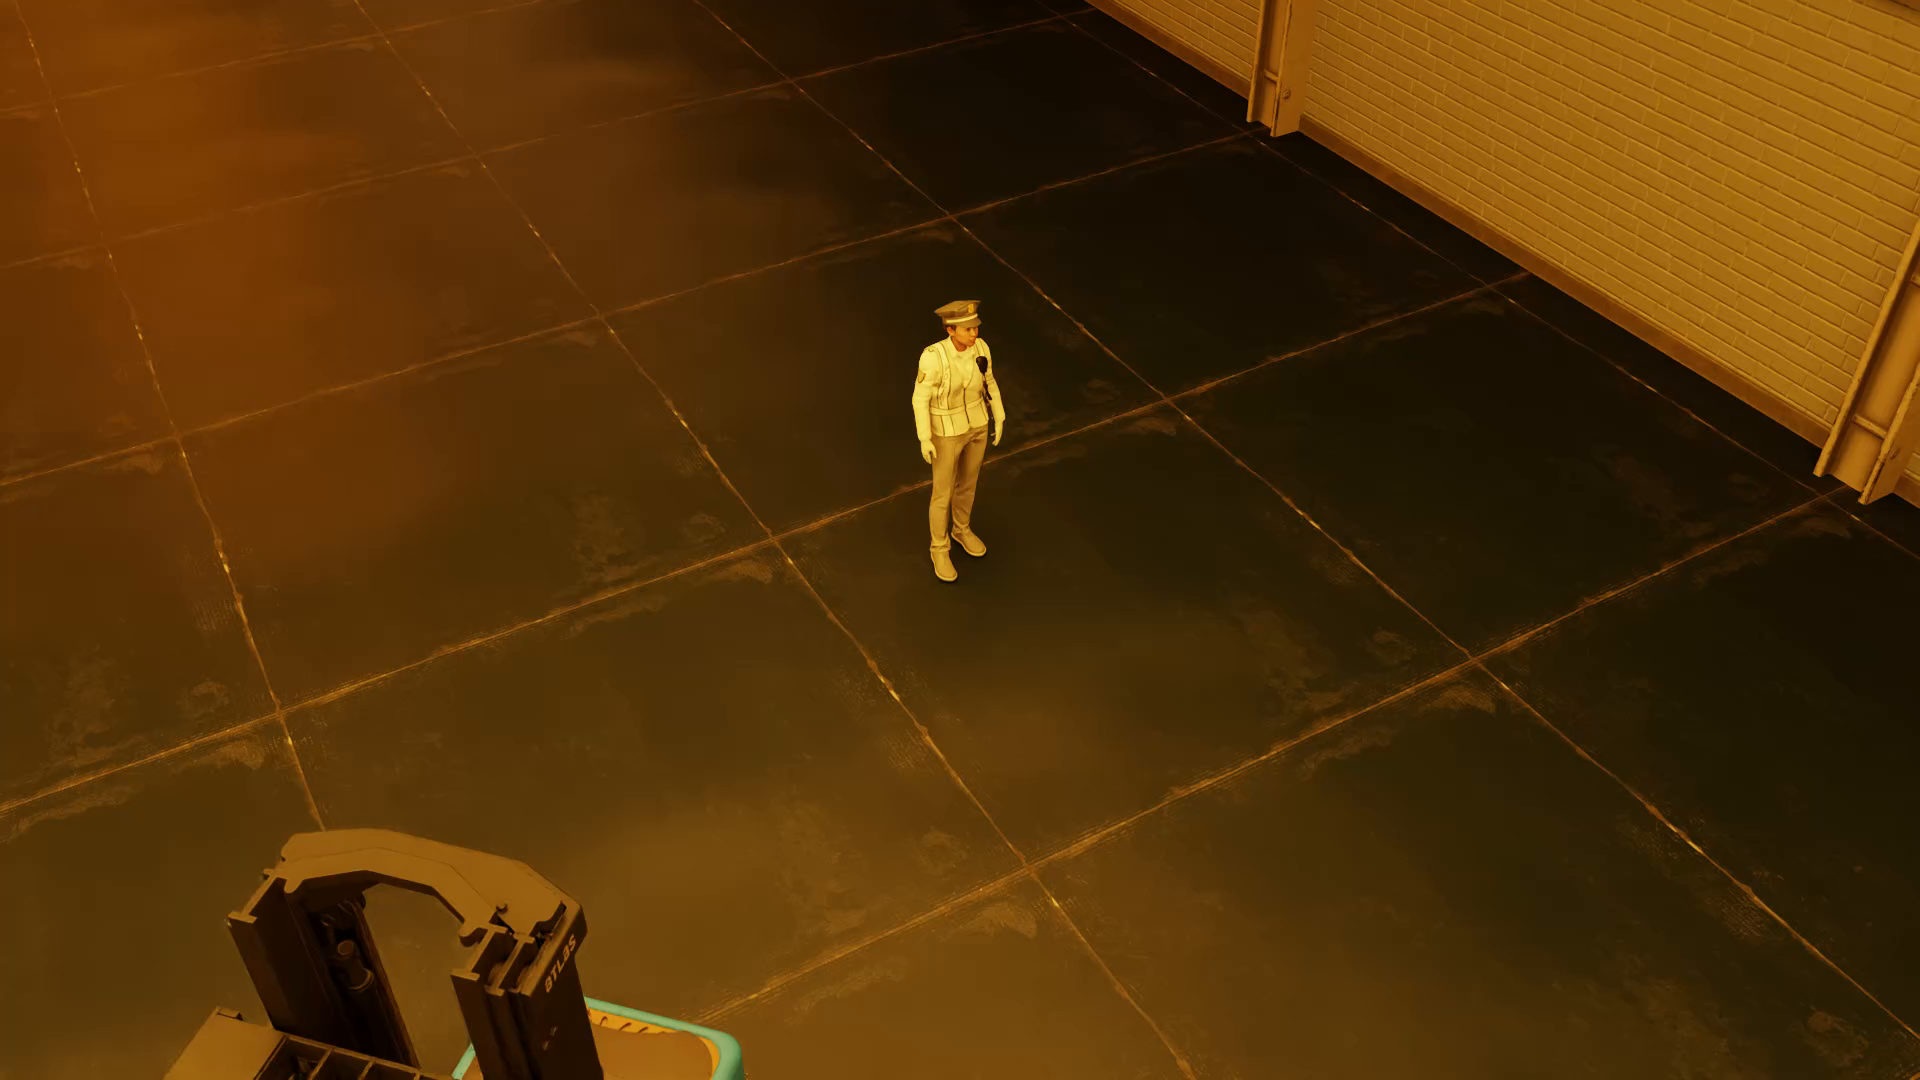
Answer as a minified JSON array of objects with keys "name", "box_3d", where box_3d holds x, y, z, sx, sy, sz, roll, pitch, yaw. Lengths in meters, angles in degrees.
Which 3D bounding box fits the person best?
[{"name":"person","box_3d":[0.028,-0.617,9.738,0.586,1.694,0.530,-20,44,-23]}]

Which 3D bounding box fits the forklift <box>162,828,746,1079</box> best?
[{"name":"forklift","box_3d":[-1.716,2.420,5.119,1.130,2.935,3.031,10,41,12]}]
